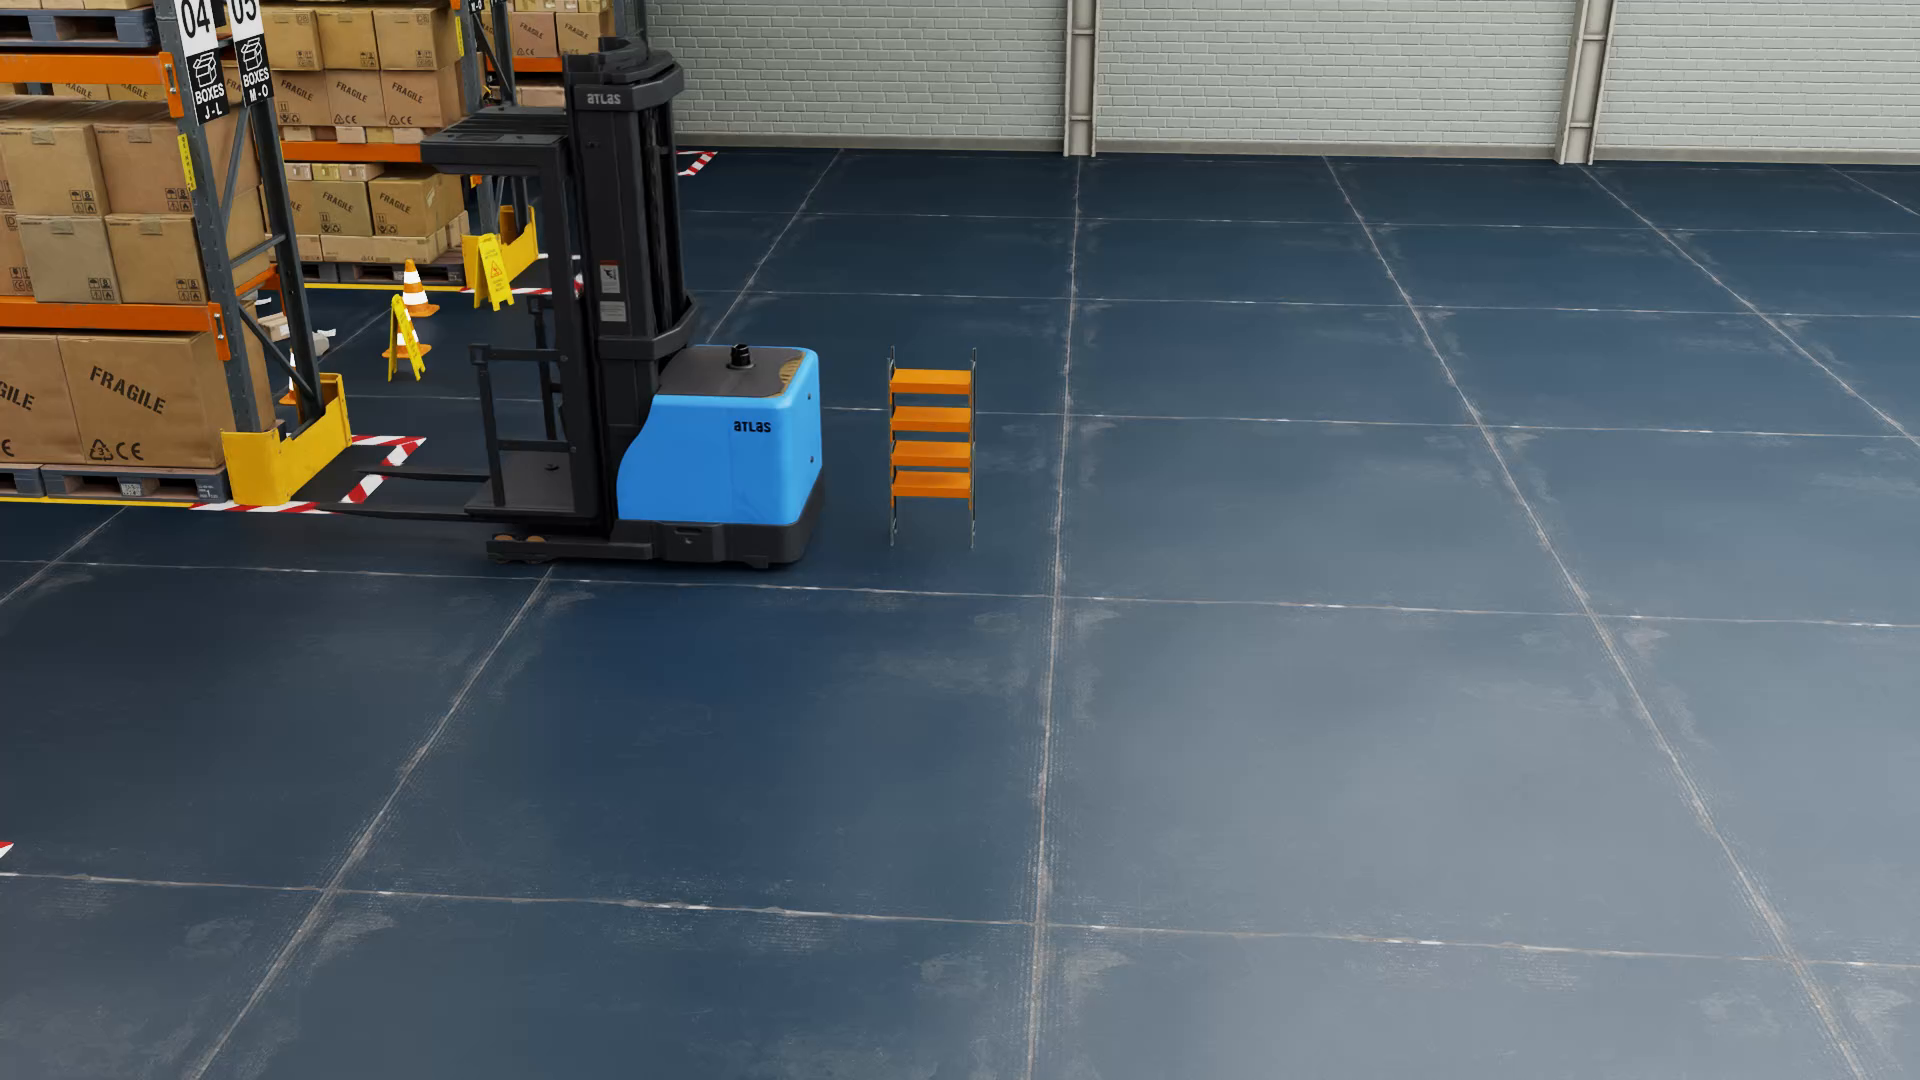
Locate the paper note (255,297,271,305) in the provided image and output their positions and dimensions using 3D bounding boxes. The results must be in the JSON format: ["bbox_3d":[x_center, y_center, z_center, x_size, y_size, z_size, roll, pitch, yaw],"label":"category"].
[{"bbox_3d":[-6.236,-2.134,14.851,0.148,0.019,0.142,-7,26,-14],"label":"paper note"}]

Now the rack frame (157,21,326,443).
[{"bbox_3d":[-4.522,-1.828,10.634,0.127,3.000,1.000,2,25,4],"label":"rack frame"}]

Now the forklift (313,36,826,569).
[{"bbox_3d":[-2.408,-1.403,9.792,3.031,2.935,1.130,2,25,5],"label":"forklift"}]

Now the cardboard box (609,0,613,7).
[{"bbox_3d":[-4.186,-6.422,19.723,0.250,0.149,0.380,1,25,3],"label":"cardboard box"}]

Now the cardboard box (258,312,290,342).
[{"bbox_3d":[-5.705,-1.799,13.982,0.250,0.149,0.380,16,29,31],"label":"cardboard box"}]

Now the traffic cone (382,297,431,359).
[{"bbox_3d":[-4.518,-1.745,13.488,0.334,0.463,0.336,2,25,4],"label":"traffic cone"}]

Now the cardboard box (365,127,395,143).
[{"bbox_3d":[-5.149,-3.682,14.964,0.250,0.149,0.380,1,25,3],"label":"cardboard box"}]

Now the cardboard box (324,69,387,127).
[{"bbox_3d":[-5.305,-3.995,14.869,0.500,0.500,0.500,2,25,4],"label":"cardboard box"}]

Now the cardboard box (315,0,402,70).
[{"bbox_3d":[-5.274,-4.474,14.713,0.500,0.500,0.700,2,25,4],"label":"cardboard box"}]

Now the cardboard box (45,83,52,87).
[{"bbox_3d":[-8.678,-4.528,15.525,0.500,0.500,0.500,2,25,5],"label":"cardboard box"}]

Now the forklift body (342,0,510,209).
[{"bbox_3d":[-5.898,-4.878,18.278,1.214,2.155,2.313,2,25,4],"label":"forklift body"}]

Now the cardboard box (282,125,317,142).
[{"bbox_3d":[-5.914,-3.715,15.035,0.250,0.149,0.380,2,25,3],"label":"cardboard box"}]

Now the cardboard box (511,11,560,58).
[{"bbox_3d":[-4.895,-5.936,19.441,0.500,0.500,0.500,3,25,6],"label":"cardboard box"}]

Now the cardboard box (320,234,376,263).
[{"bbox_3d":[-5.587,-2.770,15.468,0.500,0.250,0.500,2,25,4],"label":"cardboard box"}]

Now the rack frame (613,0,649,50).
[{"bbox_3d":[-3.868,-5.963,19.621,0.127,3.000,1.000,2,25,4],"label":"rack frame"}]

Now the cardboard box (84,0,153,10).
[{"bbox_3d":[-4.880,-3.182,9.667,0.250,0.149,0.380,2,25,4],"label":"cardboard box"}]

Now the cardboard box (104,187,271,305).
[{"bbox_3d":[-4.896,-1.889,10.588,0.550,0.550,0.875,2,25,4],"label":"cardboard box"}]

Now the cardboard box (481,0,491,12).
[{"bbox_3d":[-5.516,-6.229,19.302,0.250,0.149,0.380,2,25,4],"label":"cardboard box"}]

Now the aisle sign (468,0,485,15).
[{"bbox_3d":[-4.205,-4.953,14.315,0.004,0.787,0.394,2,25,4],"label":"aisle sign"}]

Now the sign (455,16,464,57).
[{"bbox_3d":[-4.307,-4.333,14.316,0.005,0.325,0.100,2,25,4],"label":"sign"}]

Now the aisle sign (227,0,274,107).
[{"bbox_3d":[-4.429,-3.132,10.358,0.004,0.787,0.394,2,25,4],"label":"aisle sign"}]

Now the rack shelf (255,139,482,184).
[{"bbox_3d":[-6.238,-3.632,15.415,4.000,0.370,1.077,2,25,4],"label":"rack shelf"}]

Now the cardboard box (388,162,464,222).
[{"bbox_3d":[-5.051,-3.318,15.763,0.500,0.500,0.500,1,25,2],"label":"cardboard box"}]

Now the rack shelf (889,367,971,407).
[{"bbox_3d":[-0.165,-0.907,9.846,0.480,0.148,0.258,2,25,4],"label":"rack shelf"}]

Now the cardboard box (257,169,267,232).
[{"bbox_3d":[-6.613,-3.144,15.384,0.500,0.500,0.500,3,25,7],"label":"cardboard box"}]

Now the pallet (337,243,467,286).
[{"bbox_3d":[-5.127,-2.671,15.802,1.213,0.211,1.003,2,25,4],"label":"pallet"}]

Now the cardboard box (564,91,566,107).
[{"bbox_3d":[-4.351,-5.244,19.649,0.500,0.250,0.500,3,25,6],"label":"cardboard box"}]

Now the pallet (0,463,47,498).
[{"bbox_3d":[-6.539,-0.594,11.289,1.213,0.211,1.003,2,25,4],"label":"pallet"}]

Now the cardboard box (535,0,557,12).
[{"bbox_3d":[-4.746,-6.227,19.300,0.250,0.149,0.380,2,25,5],"label":"cardboard box"}]

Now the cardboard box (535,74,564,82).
[{"bbox_3d":[-4.831,-5.468,20.136,0.500,0.250,0.500,2,25,4],"label":"cardboard box"}]

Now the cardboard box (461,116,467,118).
[{"bbox_3d":[-4.567,-3.877,15.389,0.250,0.149,0.380,2,25,4],"label":"cardboard box"}]

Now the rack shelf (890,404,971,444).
[{"bbox_3d":[-0.165,-0.692,9.945,0.480,0.148,0.258,2,25,4],"label":"rack shelf"}]

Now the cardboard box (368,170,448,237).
[{"bbox_3d":[-5.063,-3.094,15.275,0.500,0.500,0.500,2,25,4],"label":"cardboard box"}]

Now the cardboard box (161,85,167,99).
[{"bbox_3d":[-6.813,-4.045,14.977,0.500,0.500,0.500,2,25,4],"label":"cardboard box"}]

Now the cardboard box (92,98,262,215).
[{"bbox_3d":[-4.889,-2.415,10.438,0.550,0.550,0.875,2,25,4],"label":"cardboard box"}]

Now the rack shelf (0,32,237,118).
[{"bbox_3d":[-6.517,-2.928,10.297,4.000,0.370,1.077,2,25,4],"label":"rack shelf"}]

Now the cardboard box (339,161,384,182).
[{"bbox_3d":[-5.434,-3.372,15.104,0.250,0.149,0.380,3,25,6],"label":"cardboard box"}]

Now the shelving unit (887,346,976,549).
[{"bbox_3d":[-0.165,-0.550,10.011,0.503,1.200,0.258,2,25,4],"label":"shelving unit"}]
